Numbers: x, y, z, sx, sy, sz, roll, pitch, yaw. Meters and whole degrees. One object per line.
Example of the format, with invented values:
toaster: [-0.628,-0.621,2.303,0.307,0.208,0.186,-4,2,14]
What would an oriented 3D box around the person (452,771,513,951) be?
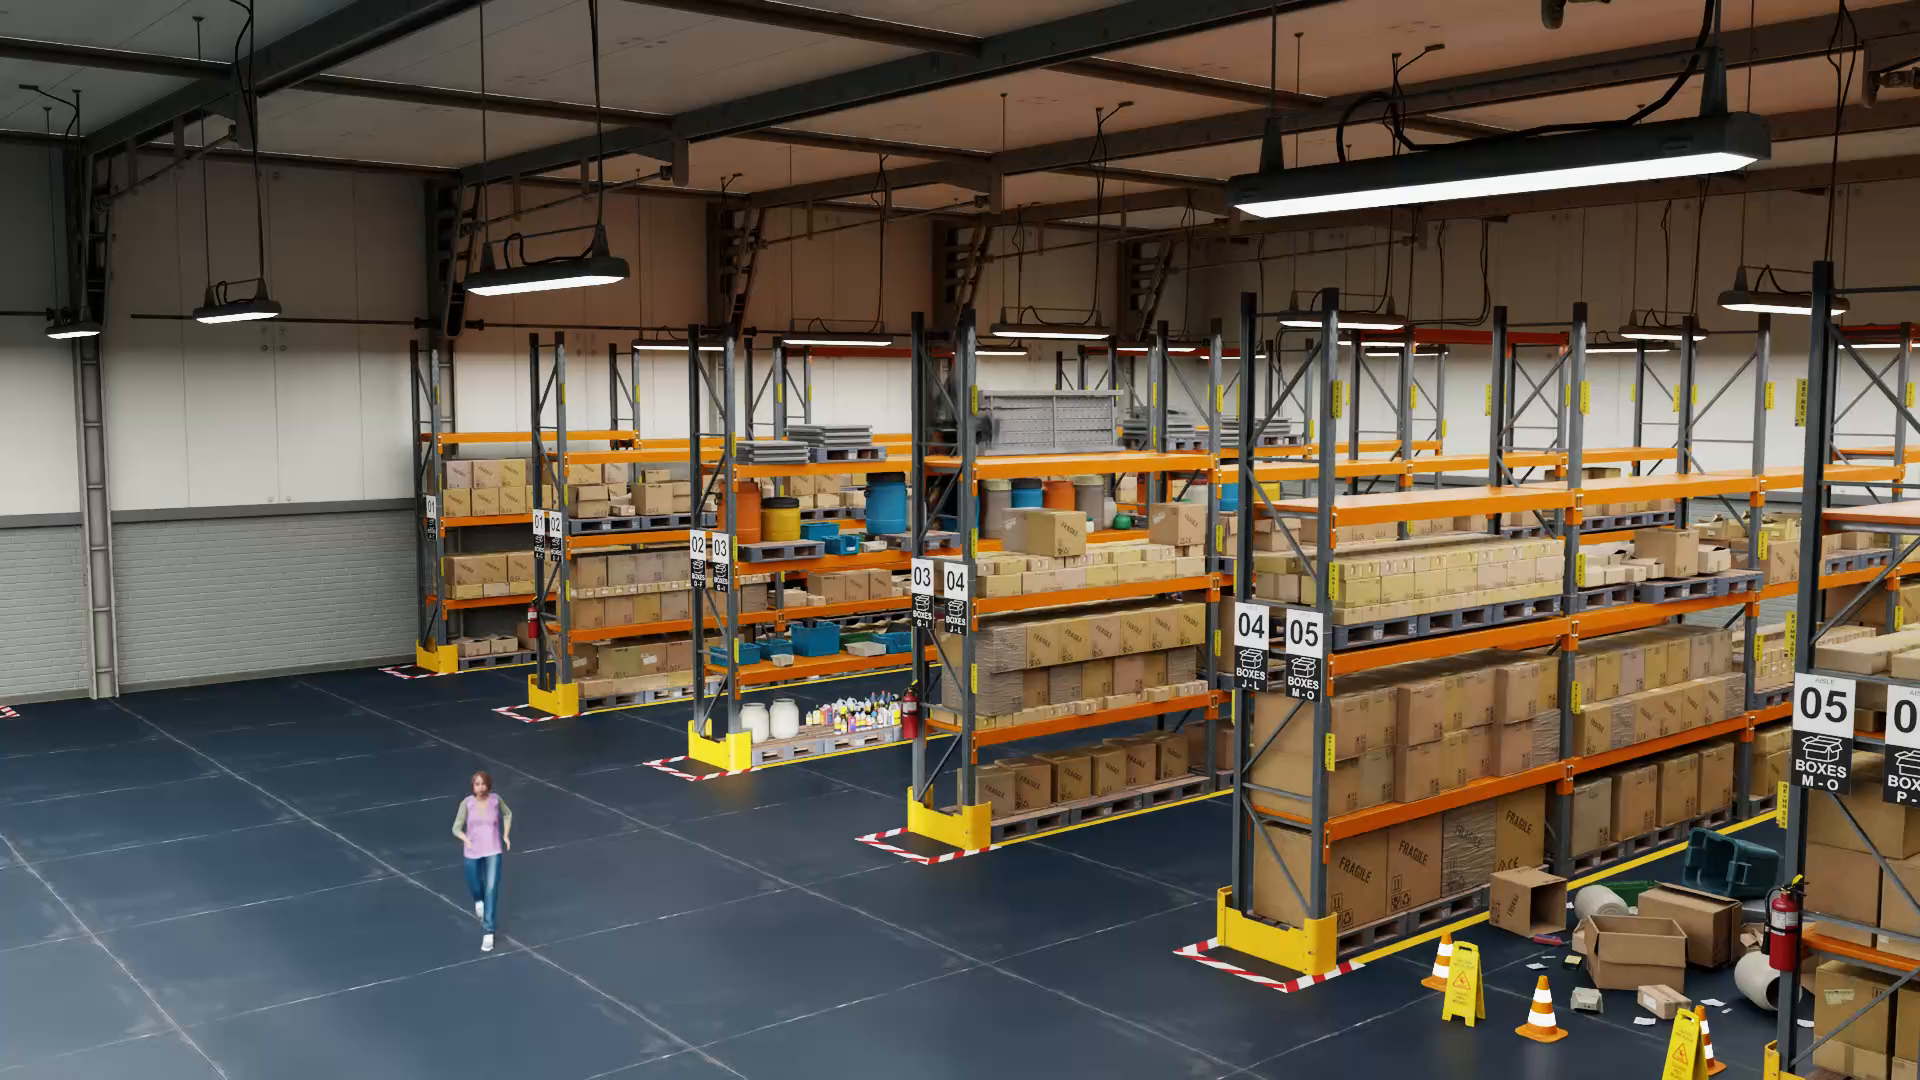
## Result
person: [-4.444,2.933,15.515,0.545,1.591,0.869,-2,6,-16]

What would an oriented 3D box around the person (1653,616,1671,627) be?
person: [10.899,1.919,25.657,0.799,1.742,0.709,-4,7,-40]

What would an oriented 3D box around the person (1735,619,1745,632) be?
person: [11.573,2.042,24.533,0.893,1.751,0.645,-3,6,-31]
